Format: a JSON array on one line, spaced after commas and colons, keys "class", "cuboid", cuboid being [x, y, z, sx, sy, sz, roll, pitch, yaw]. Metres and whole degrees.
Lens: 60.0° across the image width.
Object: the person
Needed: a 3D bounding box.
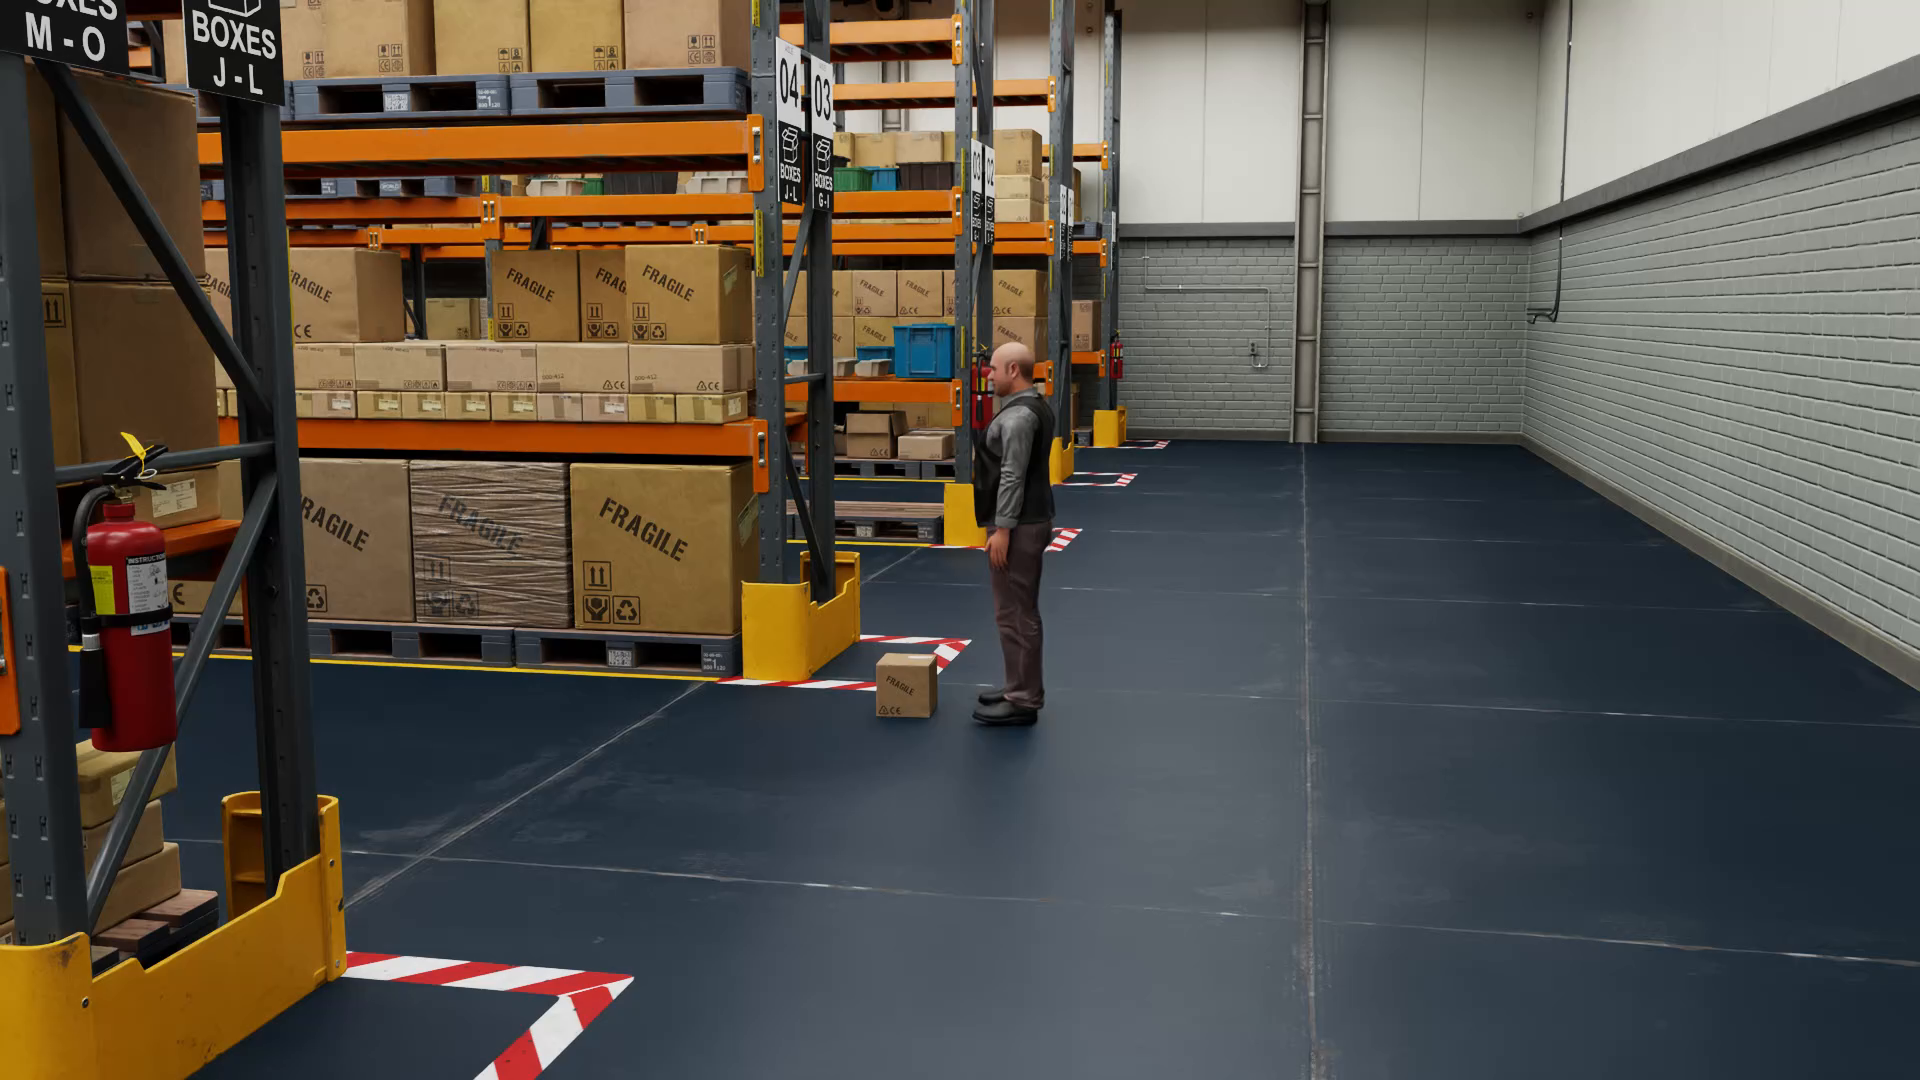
[{"class": "person", "cuboid": [0.237, -0.040, 7.617, 0.380, 1.720, 0.539, 2, 8, 13]}]
